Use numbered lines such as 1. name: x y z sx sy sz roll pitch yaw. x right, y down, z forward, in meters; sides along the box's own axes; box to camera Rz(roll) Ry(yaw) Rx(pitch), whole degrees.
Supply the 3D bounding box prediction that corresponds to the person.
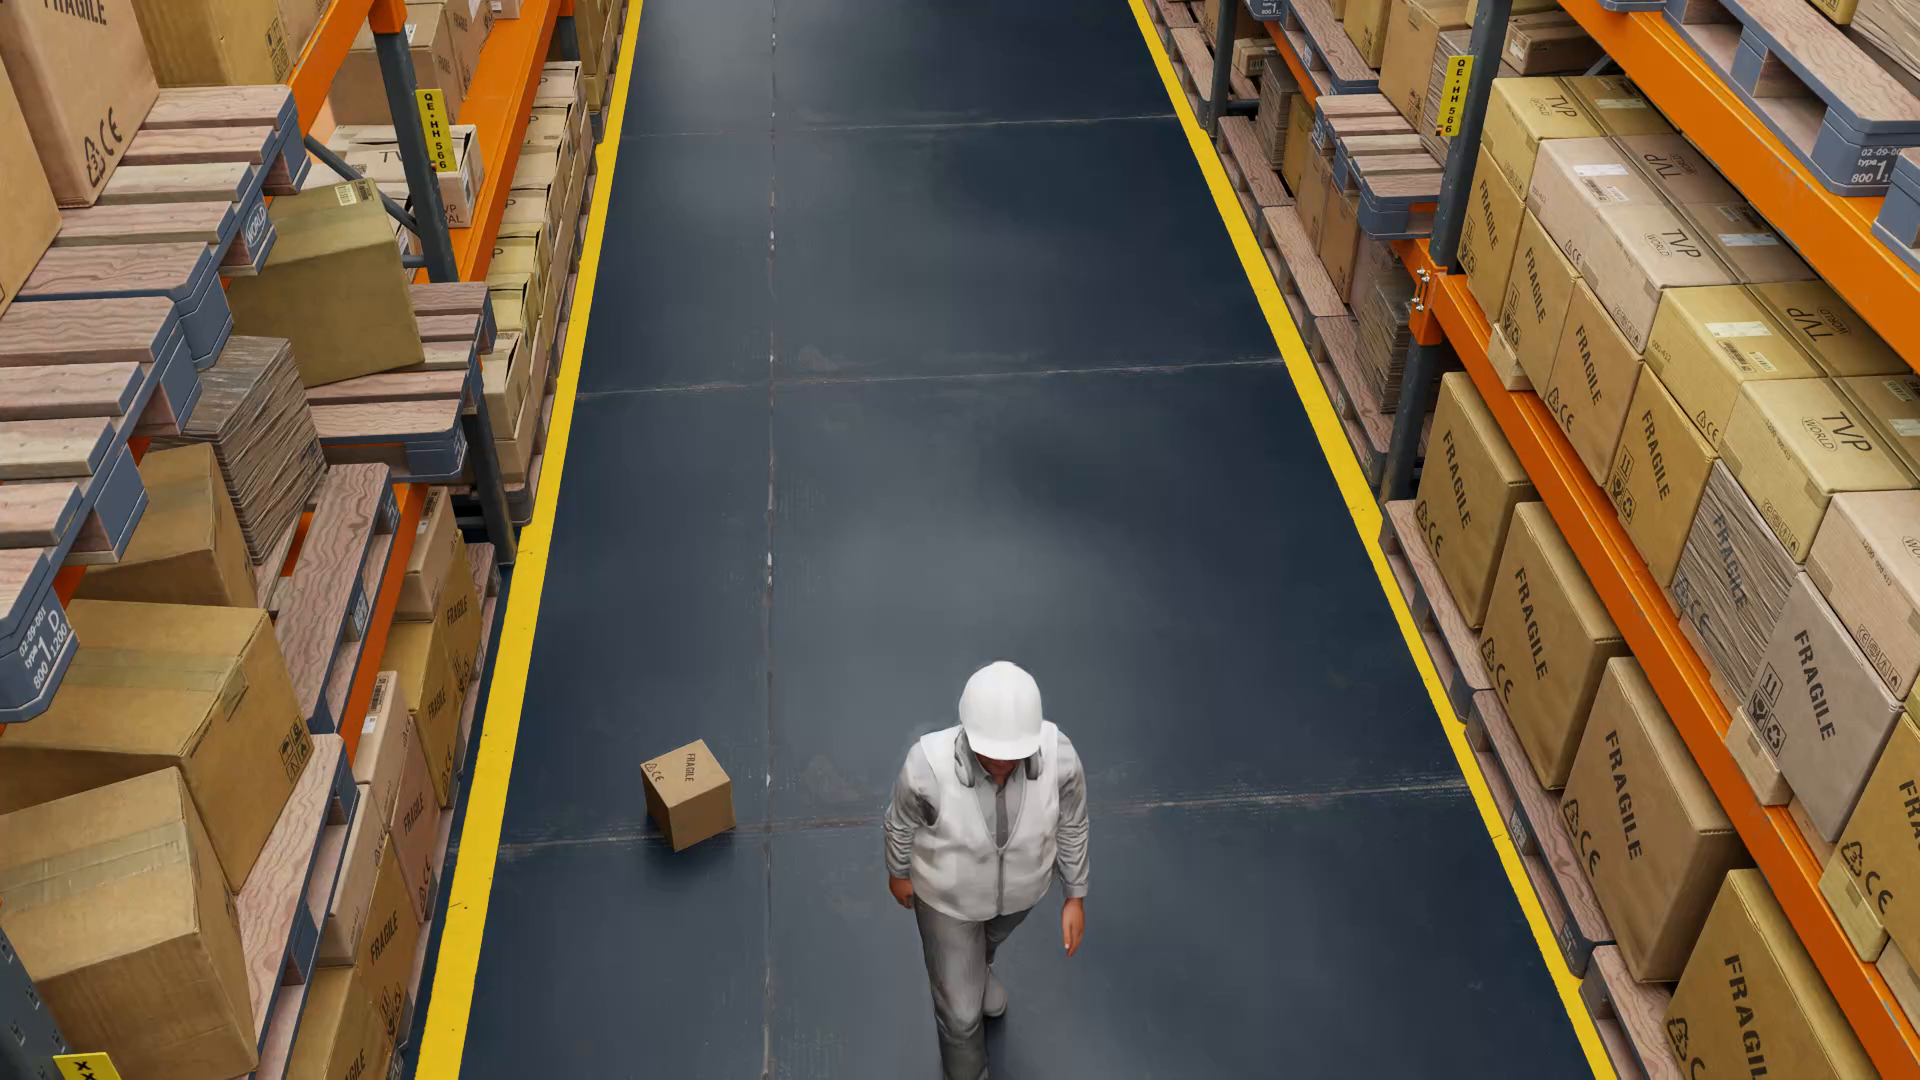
1. person: 0.076 1.009 4.904 0.564 1.799 0.795 -11 40 -13
